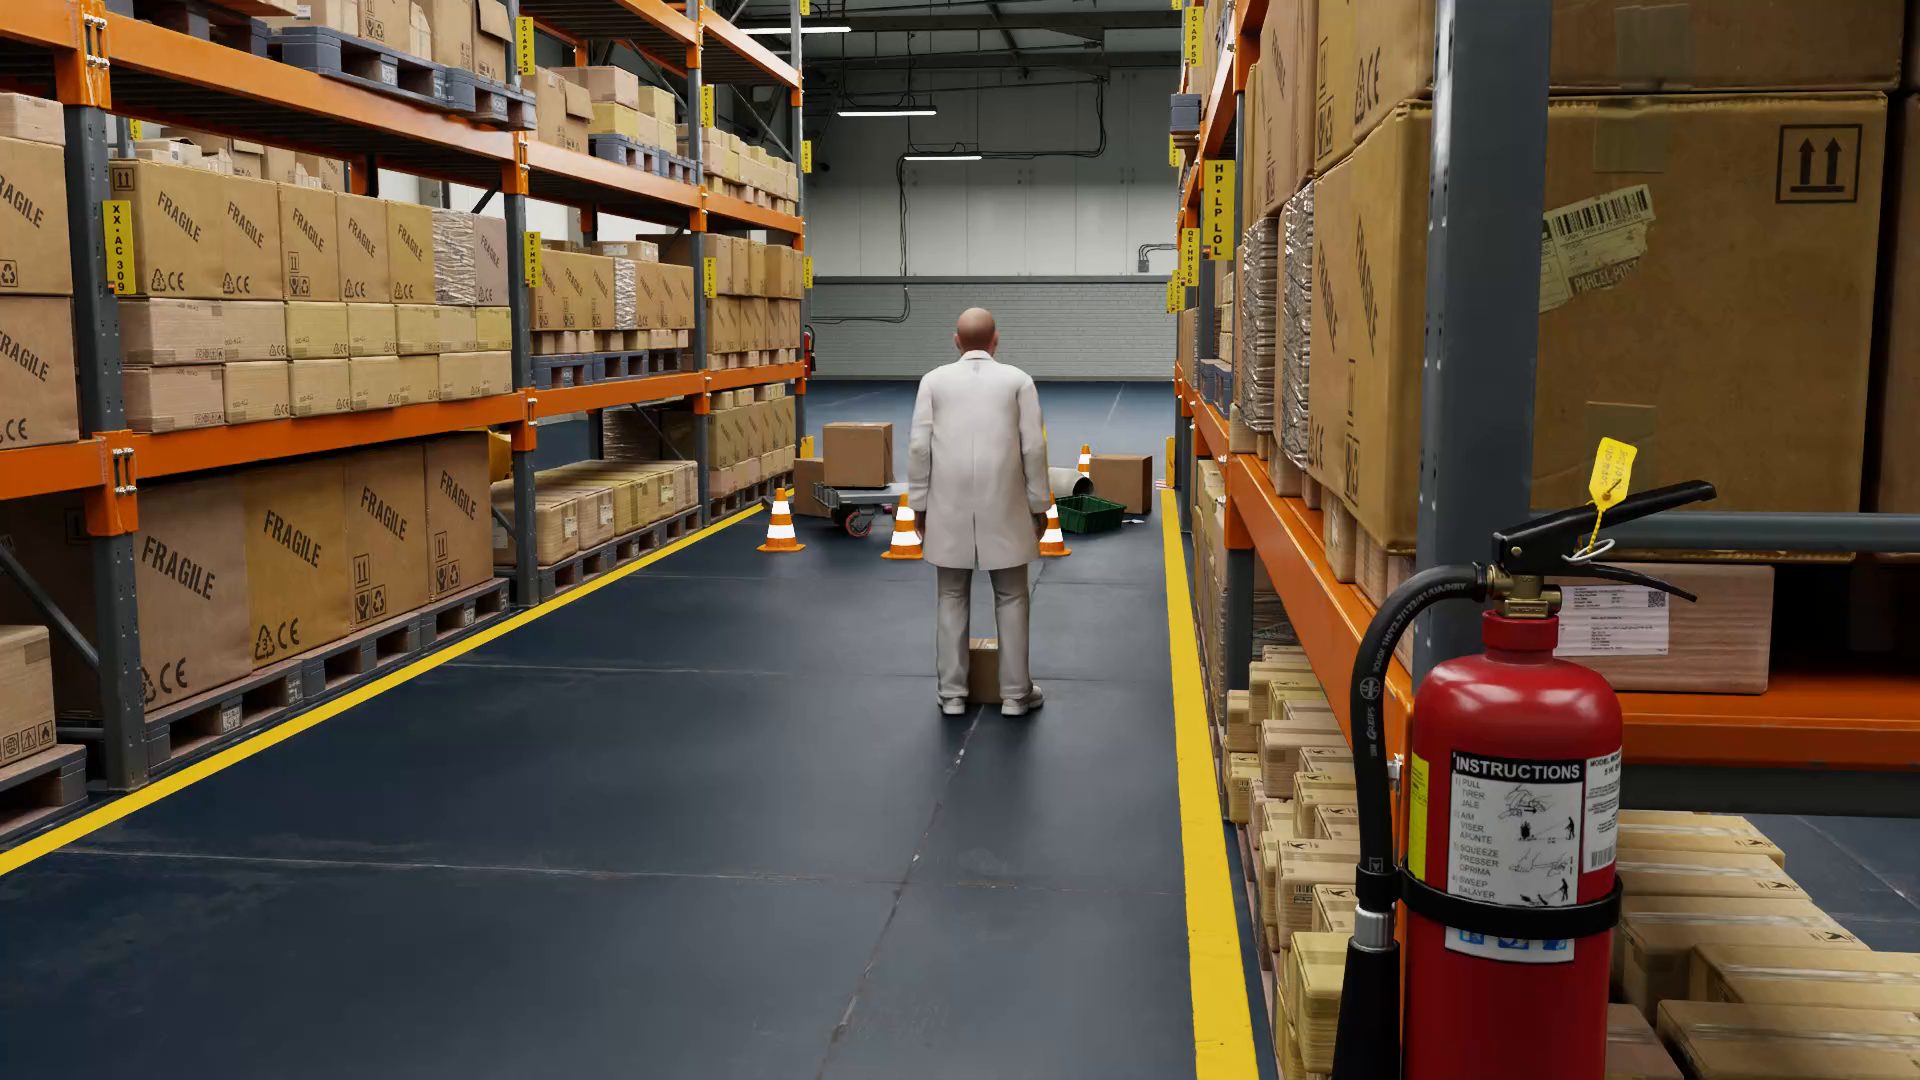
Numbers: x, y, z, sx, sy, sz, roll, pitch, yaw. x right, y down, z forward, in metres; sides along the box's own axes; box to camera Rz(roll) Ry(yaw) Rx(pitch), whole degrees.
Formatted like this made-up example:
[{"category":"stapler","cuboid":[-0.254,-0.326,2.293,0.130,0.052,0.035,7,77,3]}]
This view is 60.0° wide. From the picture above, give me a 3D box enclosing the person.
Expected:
[{"category":"person","cuboid":[0.085,-0.126,7.307,0.644,1.774,0.424,1,7,7]}]
